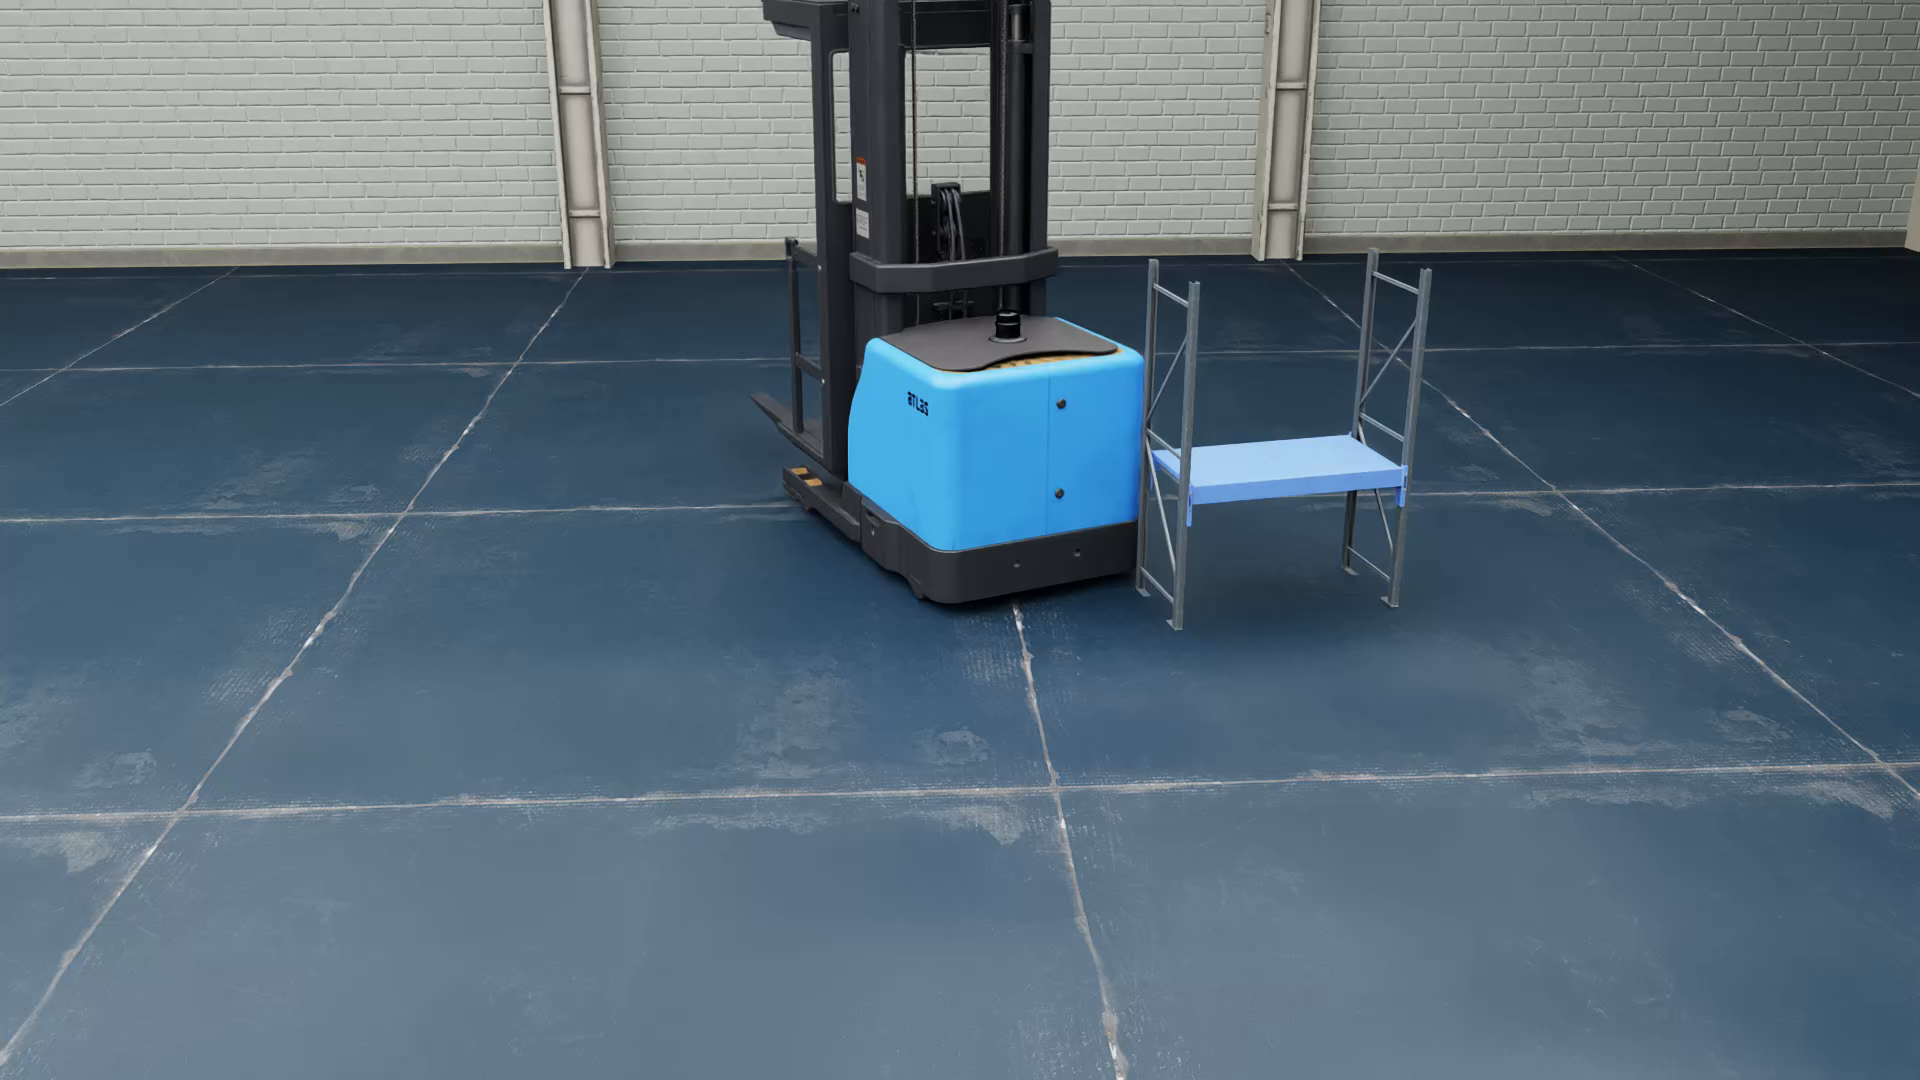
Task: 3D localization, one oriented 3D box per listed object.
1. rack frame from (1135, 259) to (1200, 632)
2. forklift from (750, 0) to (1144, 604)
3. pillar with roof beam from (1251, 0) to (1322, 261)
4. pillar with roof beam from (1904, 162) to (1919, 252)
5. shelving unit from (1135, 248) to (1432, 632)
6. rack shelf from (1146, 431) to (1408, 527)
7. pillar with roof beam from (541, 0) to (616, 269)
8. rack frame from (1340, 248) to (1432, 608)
[{"bbox_3d":[0.872,-0.397,7.056,0.032,1.500,0.500,-5,21,-14],"label":"rack frame"},{"bbox_3d":[-0.270,-1.580,8.153,1.130,2.935,3.031,-10,23,-24],"label":"forklift"},{"bbox_3d":[3.042,-5.177,9.072,0.400,9.000,9.100,-1,21,-3],"label":"pillar with roof beam"},{"bbox_3d":[9.032,-5.299,9.393,0.400,9.000,9.100,-1,21,-3],"label":"pillar with roof beam"},{"bbox_3d":[1.365,-0.442,7.175,1.048,1.500,0.538,-5,21,-14],"label":"shelving unit"},{"bbox_3d":[1.365,-0.274,7.239,1.000,0.185,0.538,-5,21,-14],"label":"rack shelf"},{"bbox_3d":[-2.949,-5.055,8.752,0.400,9.000,9.100,-1,21,-3],"label":"pillar with roof beam"},{"bbox_3d":[1.857,-0.488,7.294,0.032,1.500,0.500,-5,21,-14],"label":"rack frame"}]
